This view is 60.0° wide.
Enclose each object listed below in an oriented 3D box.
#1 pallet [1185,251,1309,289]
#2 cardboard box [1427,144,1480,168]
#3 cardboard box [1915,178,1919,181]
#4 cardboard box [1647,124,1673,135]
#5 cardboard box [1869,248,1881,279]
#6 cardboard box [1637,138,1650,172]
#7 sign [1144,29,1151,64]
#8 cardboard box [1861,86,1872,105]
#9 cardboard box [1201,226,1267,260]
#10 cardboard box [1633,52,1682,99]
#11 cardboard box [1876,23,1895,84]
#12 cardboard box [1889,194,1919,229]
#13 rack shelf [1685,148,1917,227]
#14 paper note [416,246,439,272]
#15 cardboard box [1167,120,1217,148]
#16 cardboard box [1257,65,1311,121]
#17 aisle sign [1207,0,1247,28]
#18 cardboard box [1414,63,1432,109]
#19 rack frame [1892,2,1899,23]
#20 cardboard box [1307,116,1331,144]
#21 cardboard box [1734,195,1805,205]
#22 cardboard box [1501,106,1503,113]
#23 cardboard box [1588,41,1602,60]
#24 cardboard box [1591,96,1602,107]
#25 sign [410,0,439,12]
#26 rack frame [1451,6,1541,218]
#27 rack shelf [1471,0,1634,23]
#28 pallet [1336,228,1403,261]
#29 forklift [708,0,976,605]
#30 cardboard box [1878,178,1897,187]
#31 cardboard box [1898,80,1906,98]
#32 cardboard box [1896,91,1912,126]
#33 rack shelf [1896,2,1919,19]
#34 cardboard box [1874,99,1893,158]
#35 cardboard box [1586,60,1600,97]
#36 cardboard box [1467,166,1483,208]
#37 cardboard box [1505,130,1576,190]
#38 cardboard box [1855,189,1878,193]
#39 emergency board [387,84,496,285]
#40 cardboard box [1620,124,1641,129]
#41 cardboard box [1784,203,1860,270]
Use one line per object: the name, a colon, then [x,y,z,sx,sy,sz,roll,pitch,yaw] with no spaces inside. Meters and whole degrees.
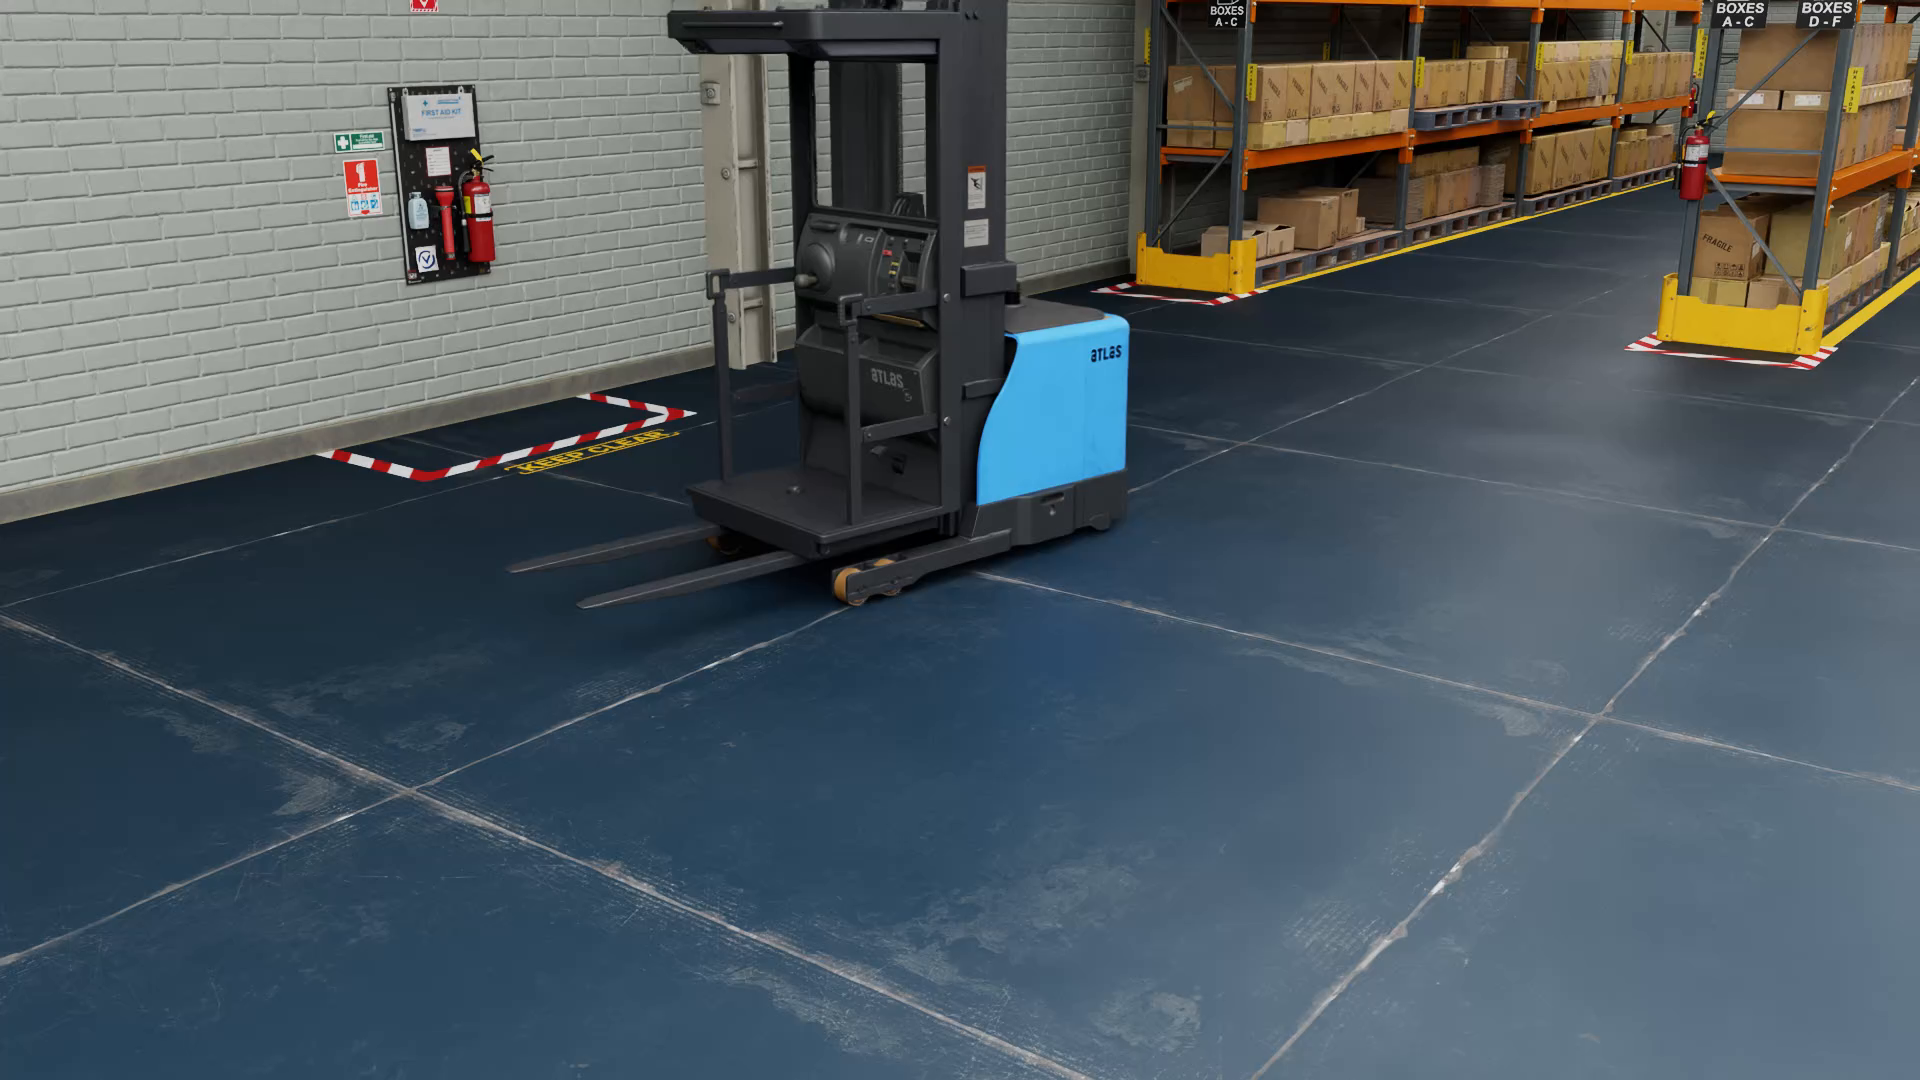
pallet: [2.789,-2.749,16.739,1.003,0.211,1.213,12,21,35]
cardboard box: [6.221,-4.850,21.011,0.500,0.250,0.500,13,21,36]
cardboard box: [11.479,-3.980,19.476,0.500,0.500,0.500,14,22,37]
cardboard box: [11.498,-6.755,27.352,0.380,0.149,0.250,12,21,34]
cardboard box: [8.189,-2.574,15.404,0.500,0.250,0.500,12,21,35]
cardboard box: [10.519,-6.141,26.468,0.700,0.500,0.500,13,21,36]
sign: [1.798,-4.682,15.777,0.100,0.325,0.005,12,21,35]
cardboard box: [7.385,-3.721,13.905,0.380,0.149,0.250,12,21,34]
cardboard box: [2.716,-2.950,16.477,0.500,0.311,0.500,10,20,29]
cardboard box: [11.044,-7.531,26.930,0.980,0.700,0.700,12,21,34]
cardboard box: [7.737,-4.274,14.593,0.700,0.500,0.500,12,21,35]
cardboard box: [9.652,-3.405,17.133,0.500,0.311,0.500,12,21,33]
rack shelf: [7.404,-3.133,14.489,1.077,0.370,4.000,12,21,35]
paper note: [-3.285,-1.733,10.252,0.016,0.148,0.142,12,21,35]
cardboard box: [2.354,-3.959,16.152,0.500,0.250,0.500,13,21,35]
cardboard box: [3.060,-4.348,16.141,0.500,0.500,0.500,12,21,35]
aisle sign: [2.429,-5.046,15.053,0.394,0.787,0.004,12,21,35]
cardboard box: [4.945,-5.201,19.023,0.700,0.500,0.500,12,21,35]
rack frame: [10.979,-4.906,18.984,1.000,3.000,0.127,12,21,35]
cardboard box: [3.383,-4.120,16.671,0.500,0.250,0.500,12,21,34]
cardboard box: [7.176,-2.786,14.821,0.500,0.500,0.500,12,21,35]
cardboard box: [7.380,-5.708,21.955,0.380,0.149,0.250,12,21,34]
cardboard box: [8.692,-6.893,23.413,0.500,0.250,0.500,13,21,36]
cardboard box: [8.975,-6.301,23.866,0.380,0.149,0.250,12,21,35]
sign: [-3.209,-3.306,9.925,0.001,0.298,0.199,12,21,35]
rack frame: [6.998,-5.780,21.800,1.000,3.000,0.127,12,21,35]
rack shelf: [8.190,-7.346,22.996,1.077,0.370,4.000,12,21,35]
pallet: [4.243,-3.330,18.611,1.003,0.211,1.213,12,21,35]
forklift: [-0.593,-1.287,7.446,3.031,2.935,1.121,-15,23,-39]
cardboard box: [10.431,-3.988,19.012,0.500,0.311,0.500,13,22,37]
cardboard box: [8.456,-4.150,15.286,0.380,0.149,0.250,12,21,34]
cardboard box: [9.380,-4.307,16.885,0.500,0.500,0.500,14,22,39]
rack shelf: [12.170,-6.471,20.180,1.077,0.370,4.000,12,21,35]
cardboard box: [8.027,-3.768,15.149,0.700,0.500,0.500,12,21,34]
cardboard box: [8.707,-6.537,23.531,0.500,0.500,0.500,12,21,35]
cardboard box: [20.828,-3.987,15.739,30.589,2.729,9.244,12,21,35]
cardboard box: [8.069,-5.314,23.214,0.750,0.750,0.750,12,21,34]
cardboard box: [9.513,-3.618,17.820,0.500,0.311,0.500,12,21,34]
emergency board: [-3.124,-2.184,10.218,0.194,1.169,0.643,12,21,35]
cardboard box: [11.041,-6.762,27.375,0.380,0.149,0.250,12,21,35]
cardboard box: [7.294,-2.575,14.143,0.500,0.500,0.500,12,21,35]
